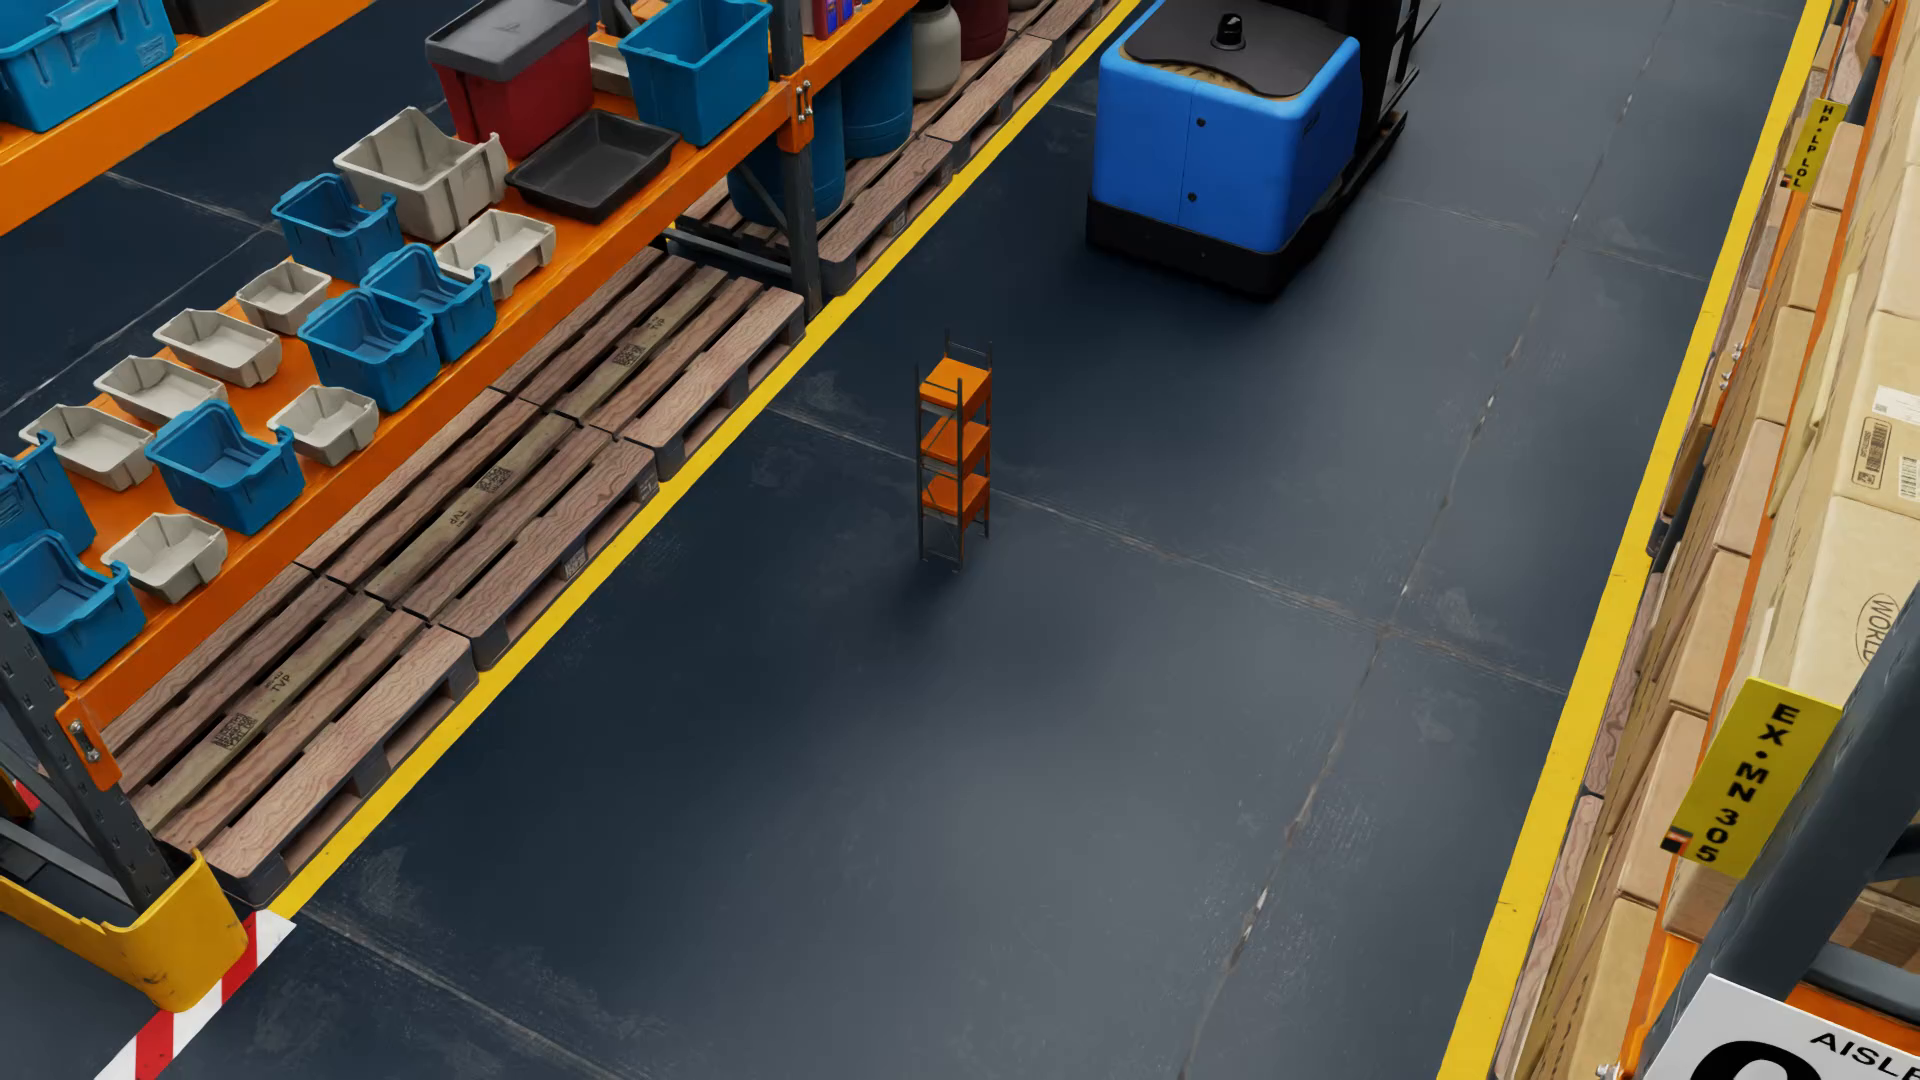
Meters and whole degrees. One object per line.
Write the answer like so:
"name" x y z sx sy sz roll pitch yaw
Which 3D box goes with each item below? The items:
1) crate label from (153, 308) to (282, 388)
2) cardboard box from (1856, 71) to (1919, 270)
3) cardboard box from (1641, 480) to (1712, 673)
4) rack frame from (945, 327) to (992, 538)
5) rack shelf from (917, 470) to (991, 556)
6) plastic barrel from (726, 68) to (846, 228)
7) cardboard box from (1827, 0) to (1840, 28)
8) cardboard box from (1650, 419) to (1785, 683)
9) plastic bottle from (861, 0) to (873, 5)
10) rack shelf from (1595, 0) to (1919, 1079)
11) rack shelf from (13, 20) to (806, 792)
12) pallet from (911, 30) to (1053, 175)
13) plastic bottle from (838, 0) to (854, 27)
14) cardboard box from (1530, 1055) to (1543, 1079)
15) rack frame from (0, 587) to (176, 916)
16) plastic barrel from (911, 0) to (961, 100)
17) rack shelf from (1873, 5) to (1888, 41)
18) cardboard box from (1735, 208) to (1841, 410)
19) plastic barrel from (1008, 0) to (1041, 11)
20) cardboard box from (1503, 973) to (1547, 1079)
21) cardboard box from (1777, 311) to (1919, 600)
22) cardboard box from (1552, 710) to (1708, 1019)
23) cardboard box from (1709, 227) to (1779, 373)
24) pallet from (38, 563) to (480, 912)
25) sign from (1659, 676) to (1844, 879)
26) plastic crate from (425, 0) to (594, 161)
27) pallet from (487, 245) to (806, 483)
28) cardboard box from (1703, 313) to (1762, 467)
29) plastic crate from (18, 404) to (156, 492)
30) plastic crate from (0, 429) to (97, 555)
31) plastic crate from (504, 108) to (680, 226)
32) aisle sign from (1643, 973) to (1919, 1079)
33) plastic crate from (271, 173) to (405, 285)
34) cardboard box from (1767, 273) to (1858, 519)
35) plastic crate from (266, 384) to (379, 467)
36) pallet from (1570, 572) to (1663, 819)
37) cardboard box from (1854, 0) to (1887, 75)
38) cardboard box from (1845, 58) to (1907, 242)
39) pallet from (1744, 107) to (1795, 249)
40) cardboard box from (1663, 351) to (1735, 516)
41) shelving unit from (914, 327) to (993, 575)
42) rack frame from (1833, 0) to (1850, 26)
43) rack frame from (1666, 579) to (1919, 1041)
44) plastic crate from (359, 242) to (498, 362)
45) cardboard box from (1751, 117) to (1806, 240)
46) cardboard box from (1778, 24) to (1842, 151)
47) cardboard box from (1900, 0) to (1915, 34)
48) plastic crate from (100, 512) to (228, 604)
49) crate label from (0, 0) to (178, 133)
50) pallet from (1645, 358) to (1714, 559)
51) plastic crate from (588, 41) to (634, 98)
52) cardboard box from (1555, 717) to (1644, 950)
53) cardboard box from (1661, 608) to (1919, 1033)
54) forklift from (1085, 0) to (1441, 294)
"crate label" -2.526 -0.660 5.717 0.396 0.136 0.243 20 49 19
"cardboard box" 2.092 -0.690 3.248 0.500 0.250 0.500 20 49 19
"cardboard box" 2.296 0.155 4.698 0.500 0.500 0.500 20 49 19
"rack frame" 0.032 -0.412 6.699 0.200 1.050 0.008 20 49 19
"rack shelf" -0.025 -0.133 6.828 0.215 0.259 0.240 20 49 19
"plastic barrel" -0.875 -2.064 8.141 0.600 0.901 0.708 20 49 19
"cardboard box" 5.364 -3.118 9.640 0.500 0.250 0.500 20 49 19
"cardboard box" 2.058 0.113 4.036 0.500 0.500 0.500 22 49 20
"plastic bottle" -0.450 -2.586 7.567 0.097 0.271 0.097 0 45 0
"rack shelf" 2.315 -0.221 3.536 1.077 0.370 4.000 20 49 19
"rack shelf" -2.071 -0.804 6.221 1.077 0.370 4.000 20 49 19
"pallet" -0.182 -2.580 9.432 1.003 0.211 1.213 20 49 19
"plastic bottle" -0.533 -2.450 7.424 0.061 0.283 0.133 20 49 19
"cardboard box" 1.353 1.434 3.434 0.500 0.500 0.500 22 49 20
"rack frame" -2.999 0.203 4.720 1.000 3.000 0.127 20 49 19
"plastic barrel" -0.205 -2.699 9.043 0.421 0.512 0.421 0 45 0
"rack shelf" 4.171 -2.741 6.026 1.077 0.370 4.000 20 49 19
"cardboard box" 2.536 -0.537 4.678 0.500 0.500 0.500 19 48 18
"plastic barrel" 0.319 -3.411 9.746 0.421 0.512 0.421 0 45 0
"cardboard box" 1.888 1.640 4.924 0.500 0.250 0.500 20 49 19
"cardboard box" 1.631 -0.060 2.625 0.500 0.250 0.500 20 49 19
"cardboard box" 1.583 0.764 3.392 0.500 0.500 0.500 22 49 20
"cardboard box" 3.688 -0.985 7.343 0.500 0.500 0.500 21 49 20
"pallet" -2.582 0.676 6.213 1.003 0.211 1.213 20 49 19
"sign" 0.904 0.279 1.913 0.100 0.325 0.005 20 49 19
"plastic crate" -1.779 -1.881 6.693 0.402 0.464 0.583 20 49 19
"pallet" -1.450 -0.861 7.732 1.003 0.211 1.213 20 49 19
"cardboard box" 2.765 -0.483 5.328 0.500 0.500 0.500 22 49 20
"plastic crate" -2.781 -0.299 5.360 0.396 0.136 0.243 20 49 19
"plastic crate" -3.009 -0.103 4.956 0.616 0.435 0.499 20 49 19
"plastic crate" -1.424 -1.447 6.503 0.437 0.125 0.590 20 49 19
"aisle sign" 1.083 0.869 2.234 0.394 0.787 0.004 20 49 19
"plastic crate" -2.273 -1.138 6.121 0.416 0.233 0.300 20 49 19
"cardboard box" 1.853 -0.202 3.117 0.500 0.250 0.500 20 49 19
"plastic crate" -2.056 -0.374 5.434 0.250 0.136 0.298 20 49 19
"pallet" 2.923 0.734 6.157 1.003 0.211 1.213 20 49 19
"cardboard box" 4.008 -1.995 6.527 0.700 0.500 0.500 9 46 9
"cardboard box" 2.329 -0.828 3.736 0.500 0.250 0.500 20 49 19
"pallet" 4.720 -1.761 8.622 1.003 0.211 1.213 20 49 19
"cardboard box" 3.218 -0.361 6.725 0.500 0.500 0.500 20 49 19
"shelving unit" -0.025 -0.335 6.623 0.215 1.050 0.252 20 49 19
"rack frame" 5.100 -3.199 8.083 1.000 3.000 0.127 20 49 19
"rack frame" 1.386 -0.268 0.968 1.000 3.000 0.127 20 49 19
"plastic crate" -1.843 -0.825 5.811 0.416 0.233 0.300 20 49 19
"cardboard box" 4.160 -1.637 7.987 0.500 0.500 0.500 20 49 19
"cardboard box" 4.635 -2.283 8.625 0.500 0.500 0.500 22 49 21
"cardboard box" 2.798 -1.456 4.357 0.500 0.250 0.500 20 49 19
"plastic crate" -2.371 0.053 5.012 0.250 0.136 0.298 20 49 19
"crate label" -2.285 -1.274 4.175 0.408 0.251 0.502 20 49 19
"pallet" 3.587 -0.224 7.103 1.003 0.211 1.213 20 49 19
"plastic crate" -1.485 -1.999 7.040 0.396 0.136 0.243 20 49 19
"cardboard box" 1.827 0.793 4.067 0.500 0.500 0.500 21 49 19
"cardboard box" 1.391 0.428 2.494 0.500 0.250 0.500 20 49 19
"forklift" 1.811 -3.268 8.199 1.130 2.935 3.031 22 49 21
